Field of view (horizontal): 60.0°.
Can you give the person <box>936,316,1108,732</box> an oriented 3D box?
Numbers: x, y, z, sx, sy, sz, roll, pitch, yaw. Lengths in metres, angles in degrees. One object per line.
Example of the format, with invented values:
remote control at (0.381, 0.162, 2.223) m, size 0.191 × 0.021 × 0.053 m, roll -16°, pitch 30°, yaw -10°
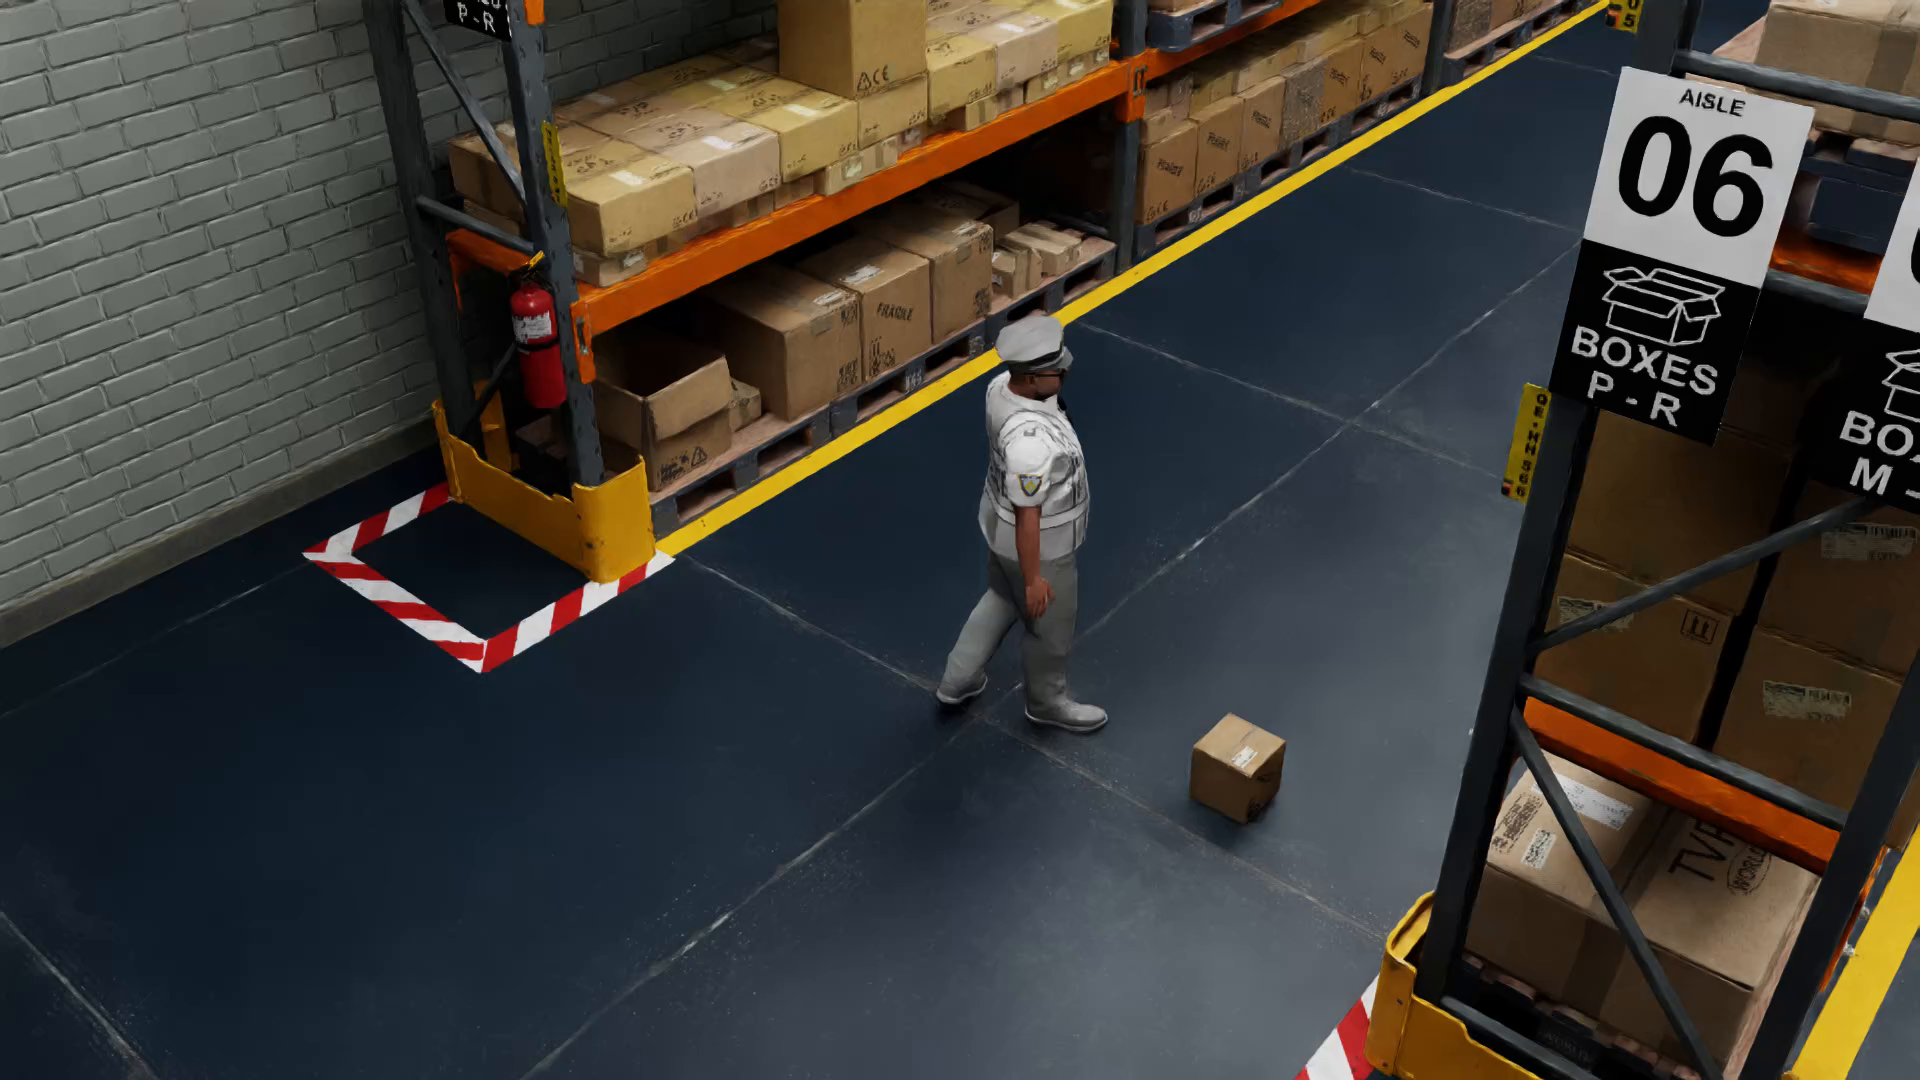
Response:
person at (0.240, -0.022, 6.160) m, size 0.662 × 1.757 × 0.602 m, roll -7°, pitch 35°, yaw -10°
